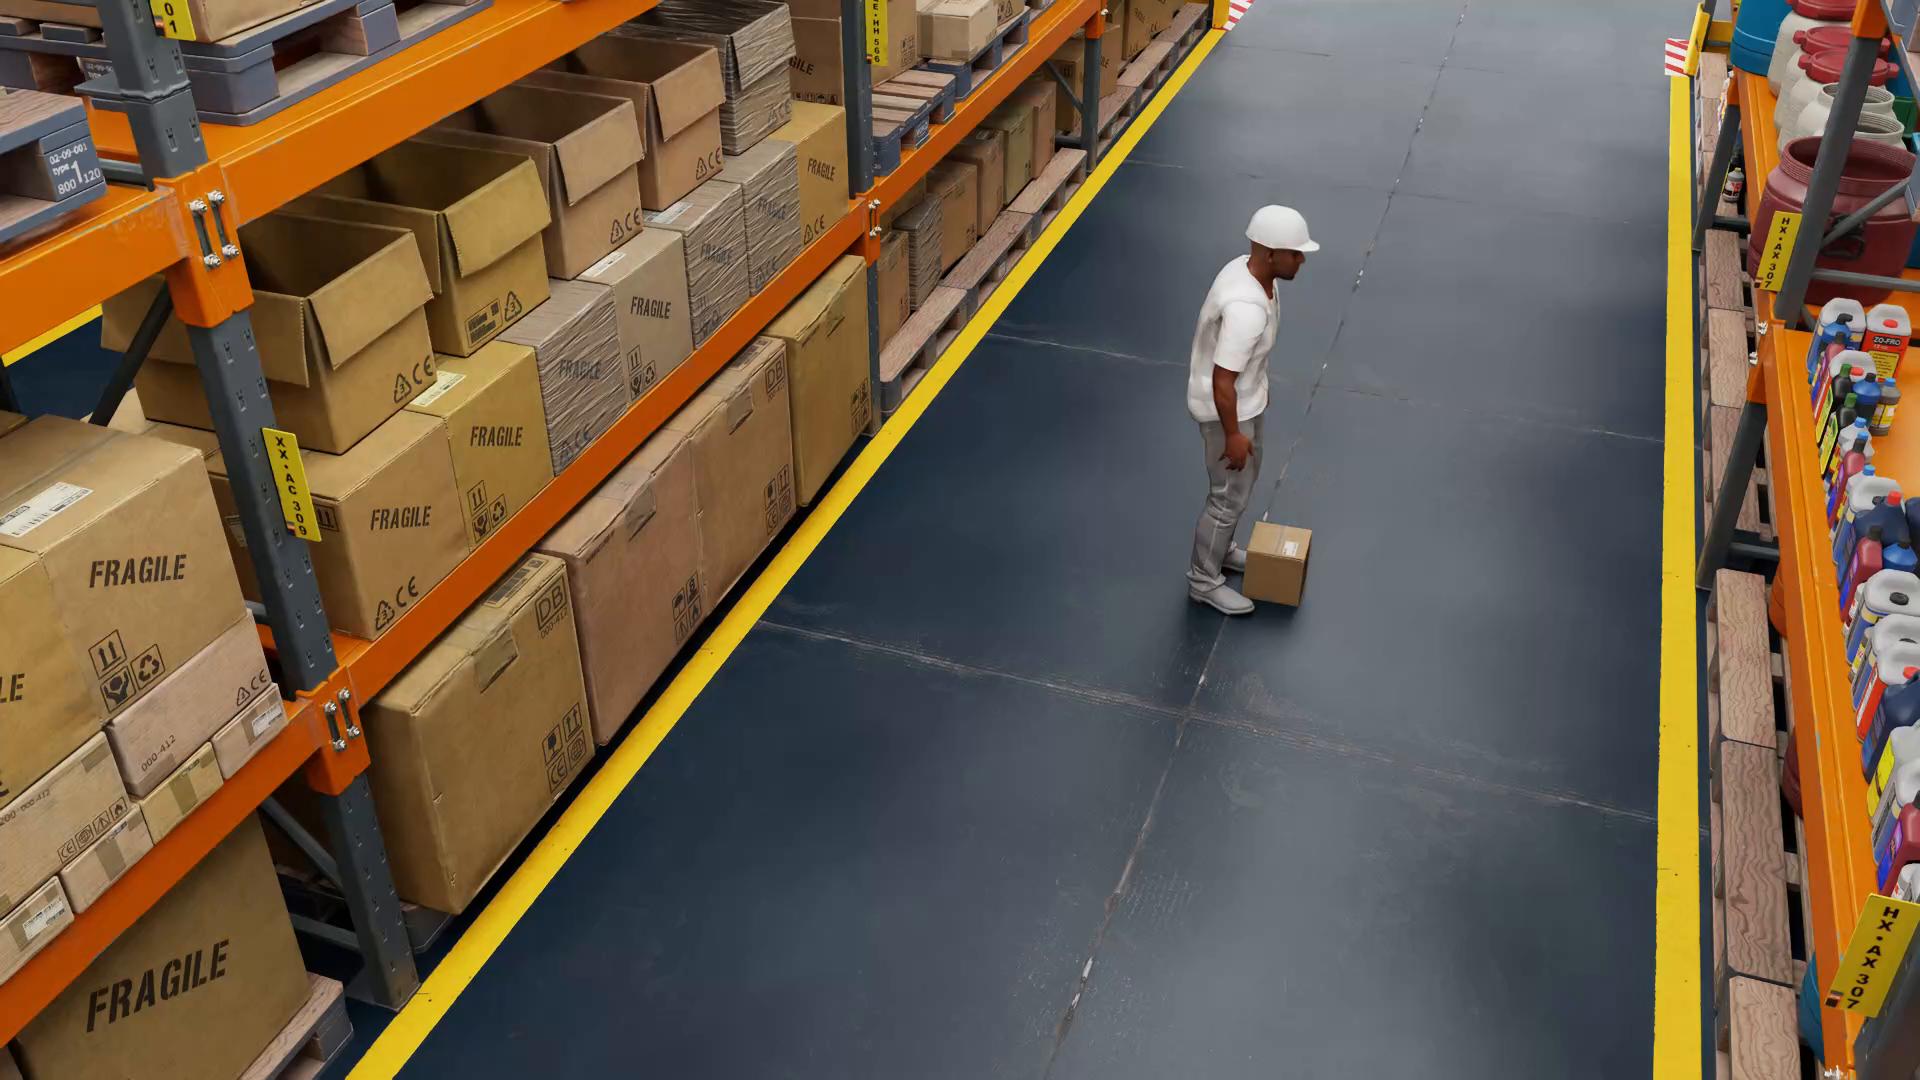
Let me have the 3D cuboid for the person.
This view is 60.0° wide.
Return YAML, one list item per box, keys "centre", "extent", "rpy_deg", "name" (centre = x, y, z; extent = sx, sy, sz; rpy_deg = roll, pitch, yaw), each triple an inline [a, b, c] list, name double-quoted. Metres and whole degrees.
- centre: [1.189, -0.562, 6.989]
  extent: [0.462, 1.757, 0.636]
  rpy_deg: [10, 34, 15]
  name: "person"
